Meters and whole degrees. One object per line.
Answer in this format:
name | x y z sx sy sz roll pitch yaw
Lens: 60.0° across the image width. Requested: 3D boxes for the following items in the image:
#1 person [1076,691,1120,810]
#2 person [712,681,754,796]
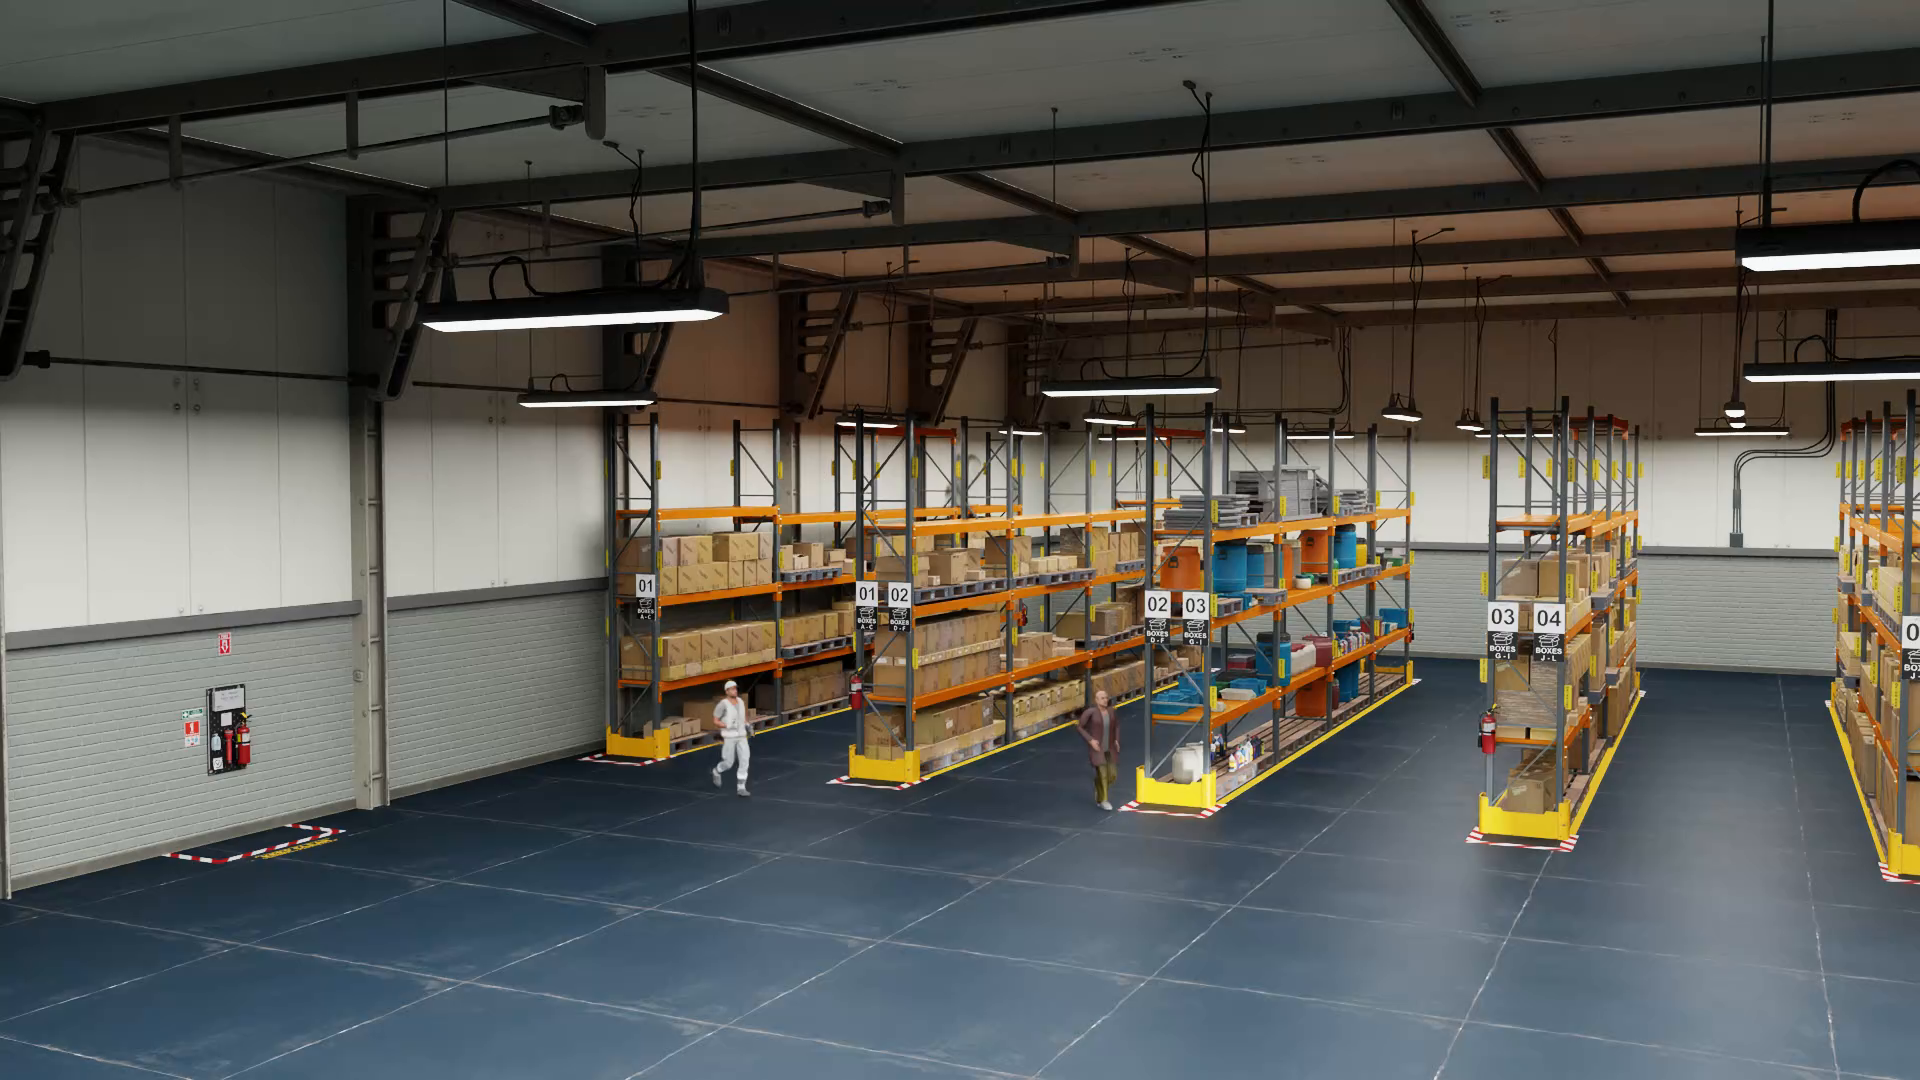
person | 2.052 3.095 24.631 0.724 1.744 0.645 -1 3 -24
person | -3.509 3.045 25.648 0.667 1.756 0.846 -2 3 -41
